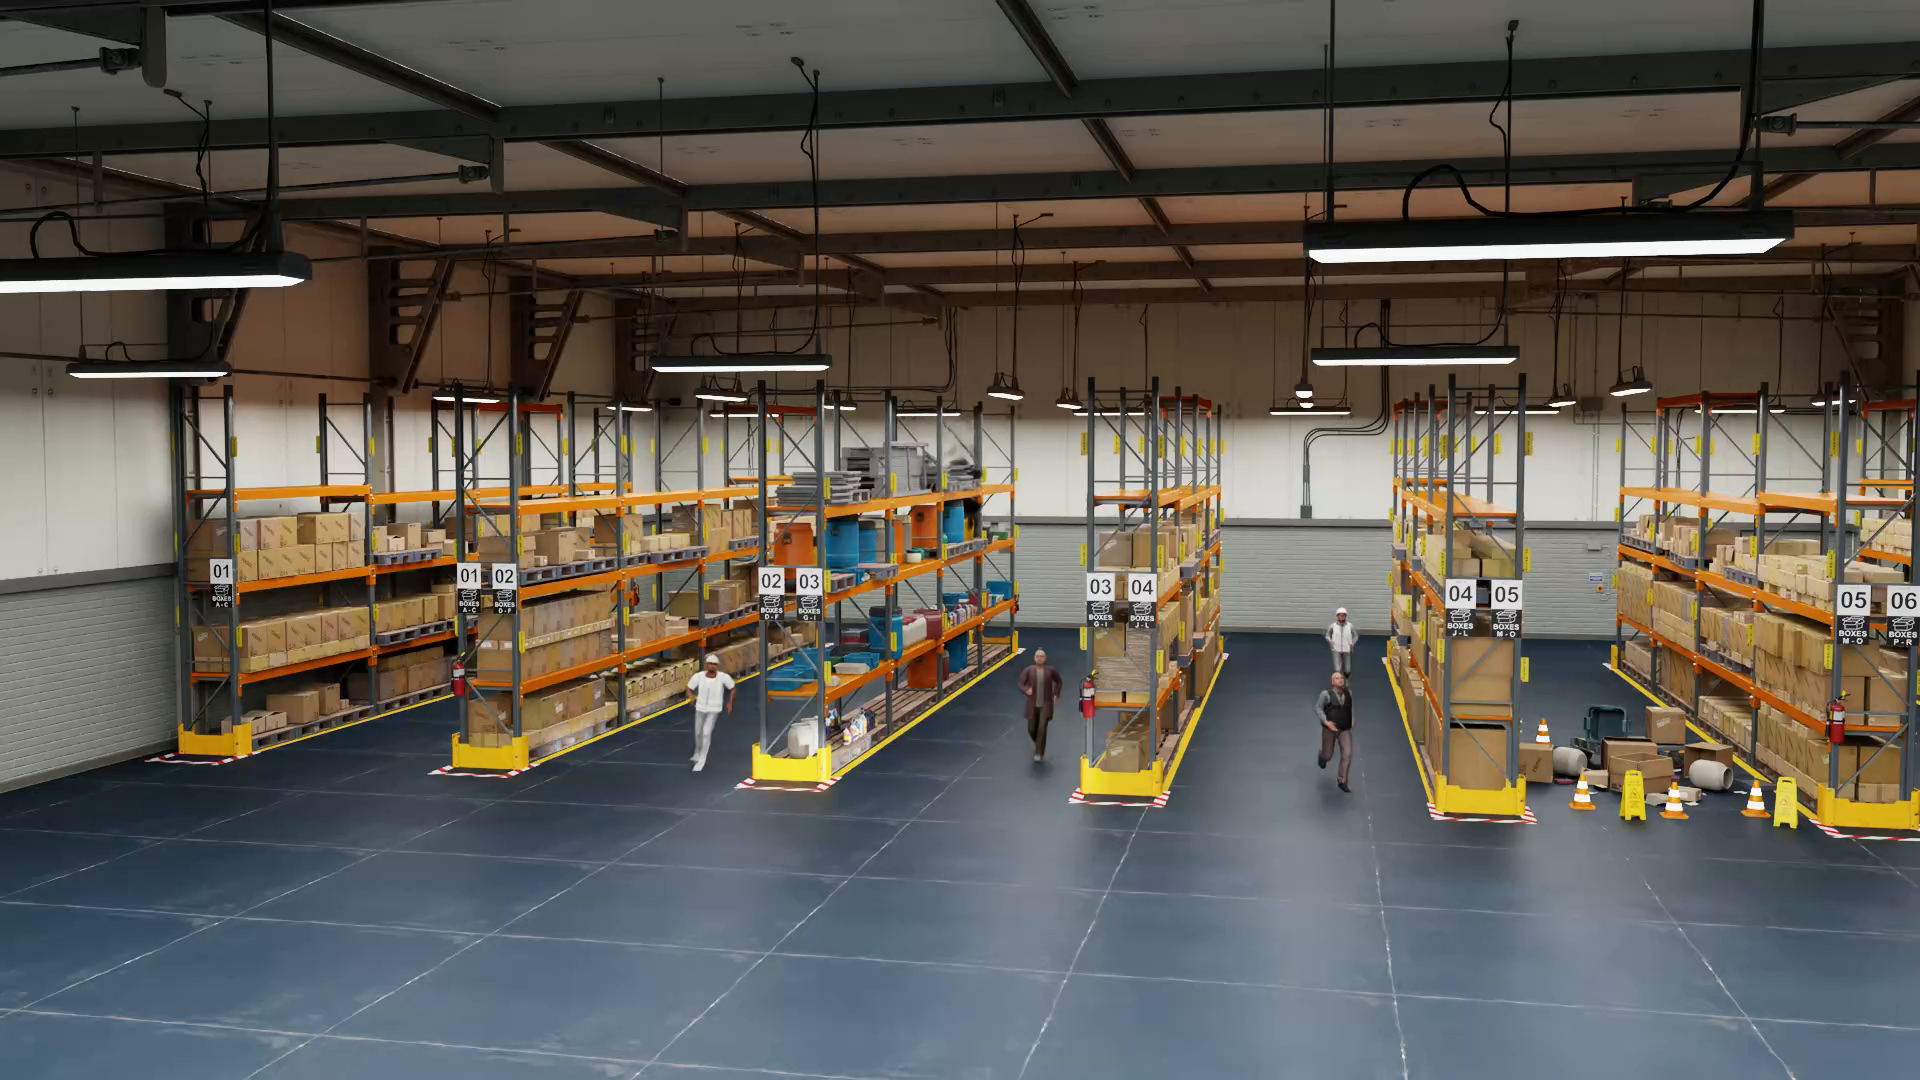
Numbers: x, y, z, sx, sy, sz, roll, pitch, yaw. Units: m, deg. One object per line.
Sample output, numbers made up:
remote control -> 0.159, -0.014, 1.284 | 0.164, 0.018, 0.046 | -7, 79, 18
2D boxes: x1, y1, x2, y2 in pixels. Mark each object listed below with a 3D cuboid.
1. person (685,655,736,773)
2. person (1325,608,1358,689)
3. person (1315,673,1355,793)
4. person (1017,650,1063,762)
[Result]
person -> -3.922, 2.678, 25.941 | 0.758, 1.784, 0.838 | 0, 3, 7
person -> 7.762, 2.246, 33.836 | 0.656, 1.722, 0.595 | 1, 3, 11
person -> 5.550, 2.806, 24.547 | 0.643, 1.710, 0.999 | 0, 3, -3
person -> 1.278, 2.630, 26.638 | 0.718, 1.746, 0.833 | 0, 3, 6
